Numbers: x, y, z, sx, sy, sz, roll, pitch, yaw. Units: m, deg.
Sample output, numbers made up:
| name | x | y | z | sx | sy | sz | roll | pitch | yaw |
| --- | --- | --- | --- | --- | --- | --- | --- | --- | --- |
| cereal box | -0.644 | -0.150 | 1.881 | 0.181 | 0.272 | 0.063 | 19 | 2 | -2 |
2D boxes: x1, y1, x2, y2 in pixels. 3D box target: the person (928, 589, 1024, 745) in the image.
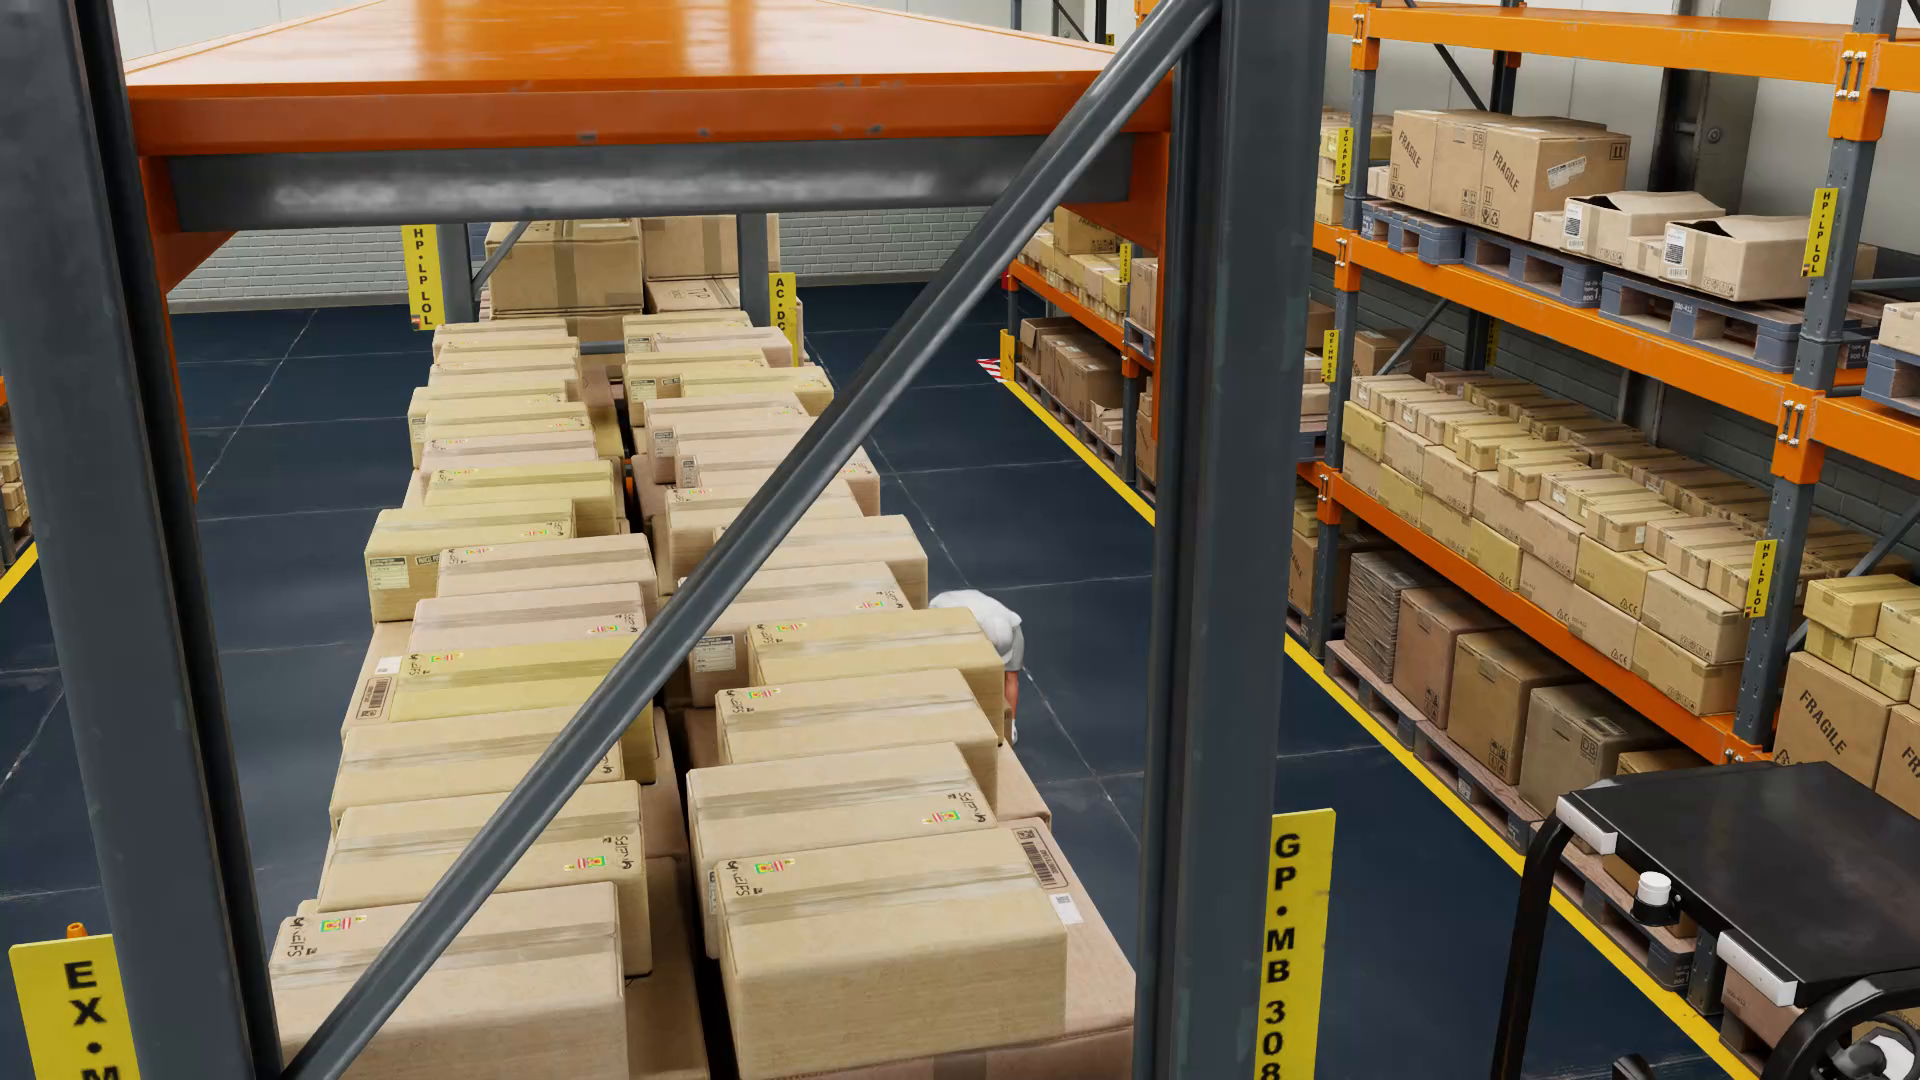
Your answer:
| name | x | y | z | sx | sy | sz | roll | pitch | yaw |
| --- | --- | --- | --- | --- | --- | --- | --- | --- | --- |
| person | 0.082 | 0.768 | 9.562 | 0.519 | 0.988 | 0.950 | -5 | 20 | -15 |
